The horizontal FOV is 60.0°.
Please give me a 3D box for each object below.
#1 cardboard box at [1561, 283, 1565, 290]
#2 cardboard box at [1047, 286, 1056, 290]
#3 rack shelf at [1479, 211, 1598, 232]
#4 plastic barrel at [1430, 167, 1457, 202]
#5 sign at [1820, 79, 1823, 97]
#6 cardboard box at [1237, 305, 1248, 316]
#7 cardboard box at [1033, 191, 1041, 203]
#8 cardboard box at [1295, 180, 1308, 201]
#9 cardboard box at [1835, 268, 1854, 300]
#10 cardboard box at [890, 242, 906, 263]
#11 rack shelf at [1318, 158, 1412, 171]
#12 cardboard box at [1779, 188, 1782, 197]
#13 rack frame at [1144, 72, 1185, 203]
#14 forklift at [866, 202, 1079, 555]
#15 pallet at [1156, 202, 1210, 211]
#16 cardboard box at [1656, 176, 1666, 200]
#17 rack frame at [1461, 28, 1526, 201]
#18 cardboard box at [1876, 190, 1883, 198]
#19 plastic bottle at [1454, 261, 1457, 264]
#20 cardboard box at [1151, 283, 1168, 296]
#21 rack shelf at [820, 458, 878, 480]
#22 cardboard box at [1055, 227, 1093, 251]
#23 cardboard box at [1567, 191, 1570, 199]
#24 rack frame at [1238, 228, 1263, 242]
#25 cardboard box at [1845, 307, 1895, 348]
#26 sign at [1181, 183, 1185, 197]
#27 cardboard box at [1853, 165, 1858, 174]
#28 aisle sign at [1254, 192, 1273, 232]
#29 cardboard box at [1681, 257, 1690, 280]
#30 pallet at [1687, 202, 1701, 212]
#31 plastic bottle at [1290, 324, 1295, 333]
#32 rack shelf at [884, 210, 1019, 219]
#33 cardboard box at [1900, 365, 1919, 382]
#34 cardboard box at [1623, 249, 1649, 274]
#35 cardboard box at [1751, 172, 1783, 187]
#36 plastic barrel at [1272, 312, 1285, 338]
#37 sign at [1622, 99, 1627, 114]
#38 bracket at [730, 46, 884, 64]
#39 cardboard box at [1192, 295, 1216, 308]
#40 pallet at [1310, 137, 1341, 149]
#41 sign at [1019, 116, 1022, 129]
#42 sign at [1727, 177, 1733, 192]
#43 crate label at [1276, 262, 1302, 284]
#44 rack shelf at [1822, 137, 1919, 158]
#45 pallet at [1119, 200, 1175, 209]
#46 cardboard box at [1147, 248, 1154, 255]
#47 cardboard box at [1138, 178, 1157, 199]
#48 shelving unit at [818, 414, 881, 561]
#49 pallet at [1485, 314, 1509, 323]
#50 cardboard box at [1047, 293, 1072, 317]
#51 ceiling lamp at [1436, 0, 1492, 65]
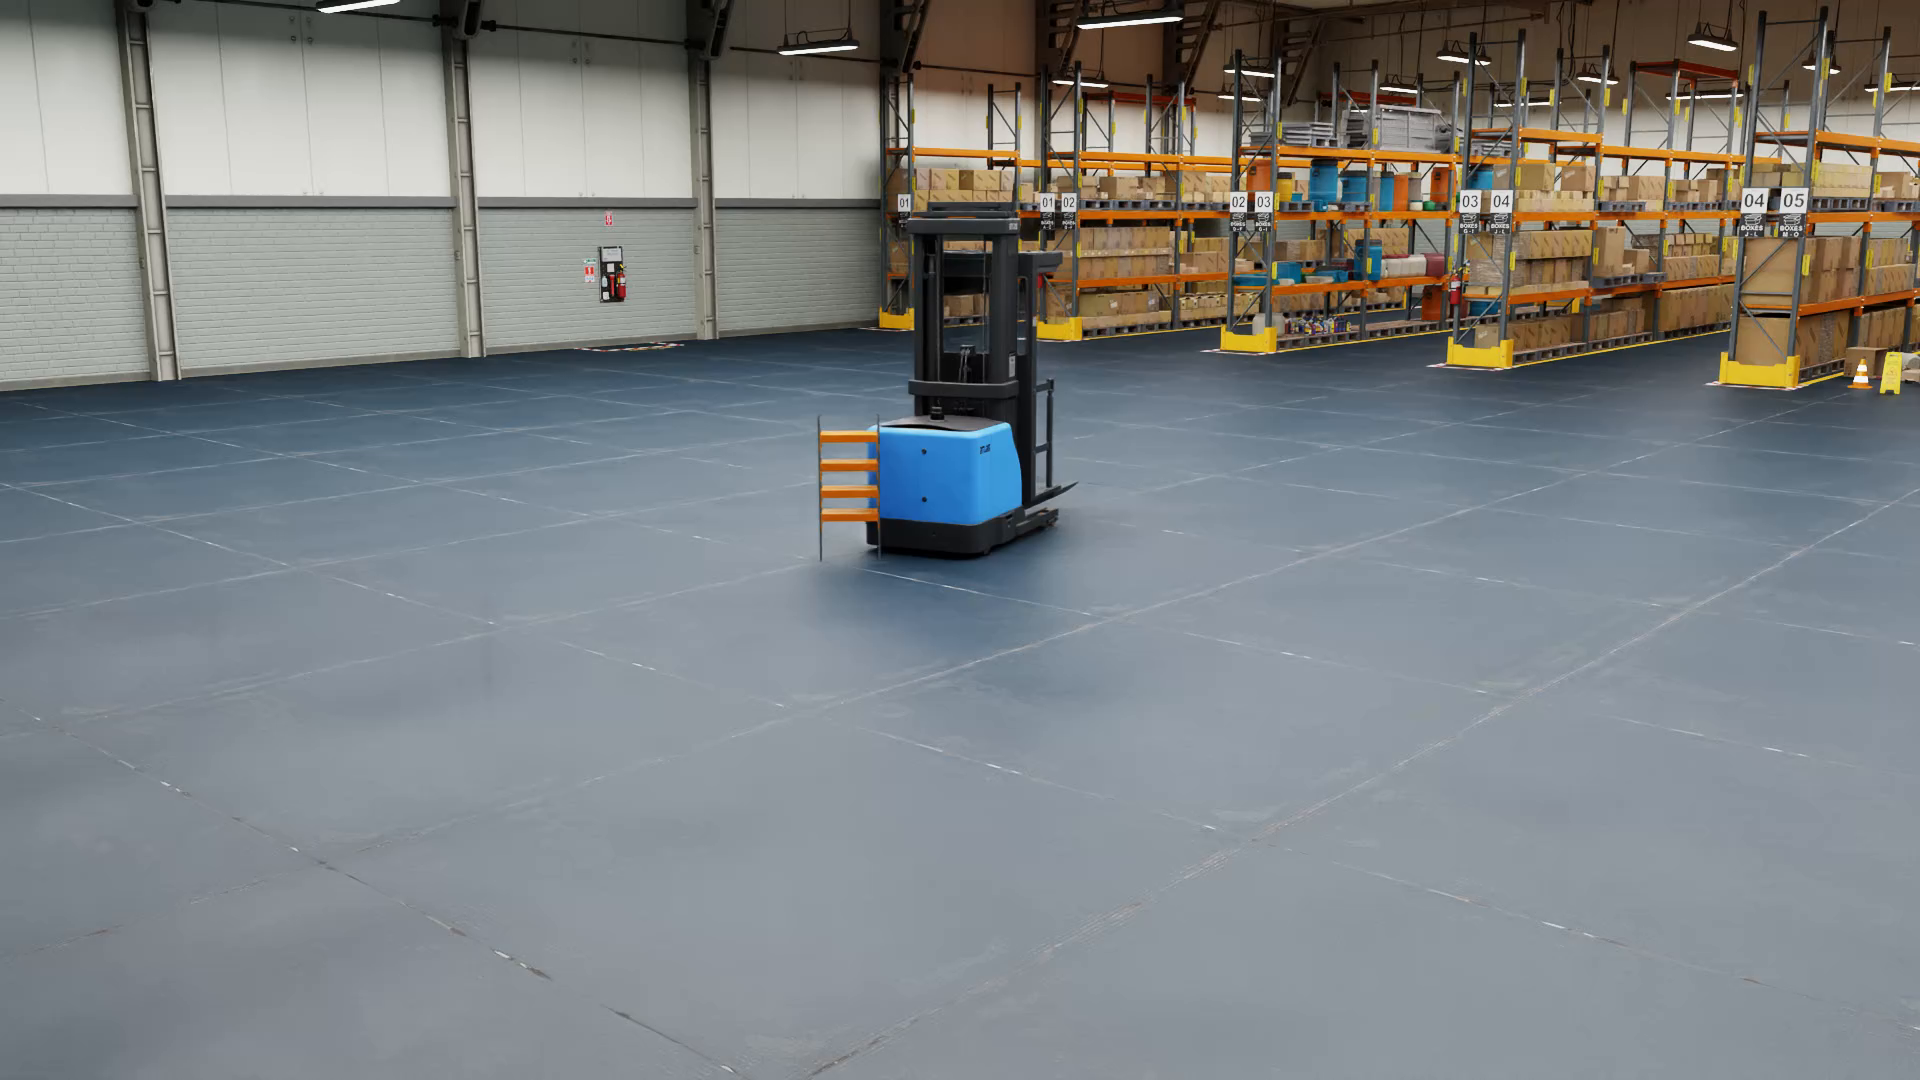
[{"bbox_3d":[11.641,-4.987,32.662,0.380,0.149,0.250,10,15,40],"label":"cardboard box"},{"bbox_3d":[2.230,-6.847,44.677,0.500,0.250,0.500,9,15,39],"label":"cardboard box"},{"bbox_3d":[10.970,-6.139,31.968,1.077,0.370,4.000,10,15,40],"label":"rack shelf"},{"bbox_3d":[11.587,-8.515,39.856,0.600,0.830,0.708,10,15,40],"label":"plastic barrel"},{"bbox_3d":[15.534,-8.166,30.035,0.100,0.325,0.005,10,15,40],"label":"sign"},{"bbox_3d":[6.990,-5.857,42.327,0.500,0.250,0.500,10,15,40],"label":"cardboard box"},{"bbox_3d":[1.955,-9.030,43.762,0.500,0.311,0.500,10,15,42],"label":"cardboard box"},{"bbox_3d":[8.866,-9.287,44.311,0.600,0.600,0.600,9,14,38],"label":"cardboard box"},{"bbox_3d":[15.369,-4.593,29.665,0.875,0.550,0.550,10,15,40],"label":"cardboard box"},{"bbox_3d":[-1.361,-7.049,40.761,0.500,0.500,0.500,10,15,40],"label":"cardboard box"},{"bbox_3d":[11.452,-10.655,46.929,1.077,0.370,4.000,10,15,40],"label":"rack shelf"},{"bbox_3d":[13.610,-5.841,27.952,0.380,0.149,0.250,10,15,41],"label":"cardboard box"},{"bbox_3d":[4.851,-9.538,39.492,1.000,3.000,0.127,10,15,40],"label":"rack frame"},{"bbox_3d":[0.260,-1.561,15.044,1.130,2.935,3.031,5,12,23],"label":"forklift"},{"bbox_3d":[5.424,-8.105,40.463,0.805,0.209,1.217,9,14,38],"label":"pallet"},{"bbox_3d":[14.803,-7.566,35.745,0.500,0.500,0.500,10,15,42],"label":"cardboard box"},{"bbox_3d":[9.650,-7.669,30.130,1.000,3.000,0.127,10,15,40],"label":"rack frame"},{"bbox_3d":[16.820,-6.382,30.662,0.250,0.149,0.380,10,15,40],"label":"cardboard box"},{"bbox_3d":[12.377,-6.819,41.524,0.097,0.271,0.097,0,11,0],"label":"plastic bottle"},{"bbox_3d":[5.493,-7.322,48.126,0.750,0.750,0.750,10,15,42],"label":"cardboard box"},{"bbox_3d":[-0.917,-0.591,13.810,0.480,0.148,0.258,0,11,-2],"label":"rack shelf"},{"bbox_3d":[2.564,-6.768,37.371,0.700,0.500,0.500,10,15,41],"label":"cardboard box"},{"bbox_3d":[11.558,-6.675,32.179,0.380,0.149,0.250,11,15,42],"label":"cardboard box"},{"bbox_3d":[9.049,-9.002,52.123,1.000,3.000,0.127,10,15,40],"label":"rack frame"},{"bbox_3d":[17.545,-4.143,32.468,1.050,0.750,0.750,10,15,41],"label":"cardboard box"},{"bbox_3d":[5.269,-8.288,39.369,0.100,0.325,0.005,10,15,40],"label":"sign"},{"bbox_3d":[15.279,-6.409,28.758,0.380,0.149,0.250,10,15,41],"label":"cardboard box"},{"bbox_3d":[6.102,-6.593,33.427,0.394,0.787,0.004,10,15,40],"label":"aisle sign"},{"bbox_3d":[16.130,-6.141,37.544,0.500,0.500,0.500,9,15,39],"label":"cardboard box"},{"bbox_3d":[16.052,-7.549,37.670,1.003,0.211,1.213,11,16,43],"label":"pallet"},{"bbox_3d":[7.197,-4.578,35.995,0.097,0.201,0.097,0,11,0],"label":"plastic bottle"},{"bbox_3d":[-0.192,-8.060,41.587,1.077,0.370,4.000,10,15,40],"label":"rack shelf"},{"bbox_3d":[16.198,-2.827,28.189,0.258,0.266,0.396,-9,14,-38],"label":"cardboard box"},{"bbox_3d":[14.311,-5.979,35.660,0.500,0.500,0.700,-9,15,-39],"label":"cardboard box"},{"bbox_3d":[13.422,-5.977,27.615,0.500,0.250,0.500,10,15,41],"label":"cardboard box"},{"bbox_3d":[6.637,-4.533,35.030,0.421,0.512,0.421,0,11,0],"label":"plastic barrel"},{"bbox_3d":[14.511,-9.453,36.273,0.100,0.325,0.005,10,15,40],"label":"sign"},{"bbox_3d":[-3.420,-11.081,38.027,0.076,0.066,4.783,10,15,40],"label":"bracket"},{"bbox_3d":[5.986,-5.907,41.144,0.500,0.311,0.500,9,14,38],"label":"cardboard box"},{"bbox_3d":[7.241,-8.304,34.813,1.003,0.211,1.213,10,15,40],"label":"pallet"},{"bbox_3d":[1.523,-10.602,42.232,0.100,0.325,0.005,10,15,40],"label":"sign"},{"bbox_3d":[17.985,-8.302,38.838,0.100,0.325,0.005,10,15,40],"label":"sign"},{"bbox_3d":[6.941,-5.690,35.452,0.502,0.435,0.616,10,15,40],"label":"crate label"},{"bbox_3d":[17.269,-7.346,31.375,1.077,0.370,4.000,10,15,40],"label":"rack shelf"},{"bbox_3d":[4.308,-7.895,39.150,1.003,0.211,1.213,10,15,40],"label":"pallet"},{"bbox_3d":[4.324,-6.782,39.098,0.380,0.149,0.250,10,15,40],"label":"cardboard box"},{"bbox_3d":[4.321,-8.351,39.521,0.500,0.500,0.500,-11,15,-43],"label":"cardboard box"},{"bbox_3d":[-0.917,-0.438,13.840,0.503,1.200,0.258,0,11,-2],"label":"shelving unit"},{"bbox_3d":[13.310,-5.657,42.495,1.003,0.211,1.213,10,15,40],"label":"pallet"},{"bbox_3d":[2.341,-5.351,37.876,0.500,0.500,0.500,10,15,40],"label":"cardboard box"},{"bbox_3d":[10.583,-11.378,33.800,0.800,3.185,2.000,10,15,40],"label":"ceiling lamp"}]
